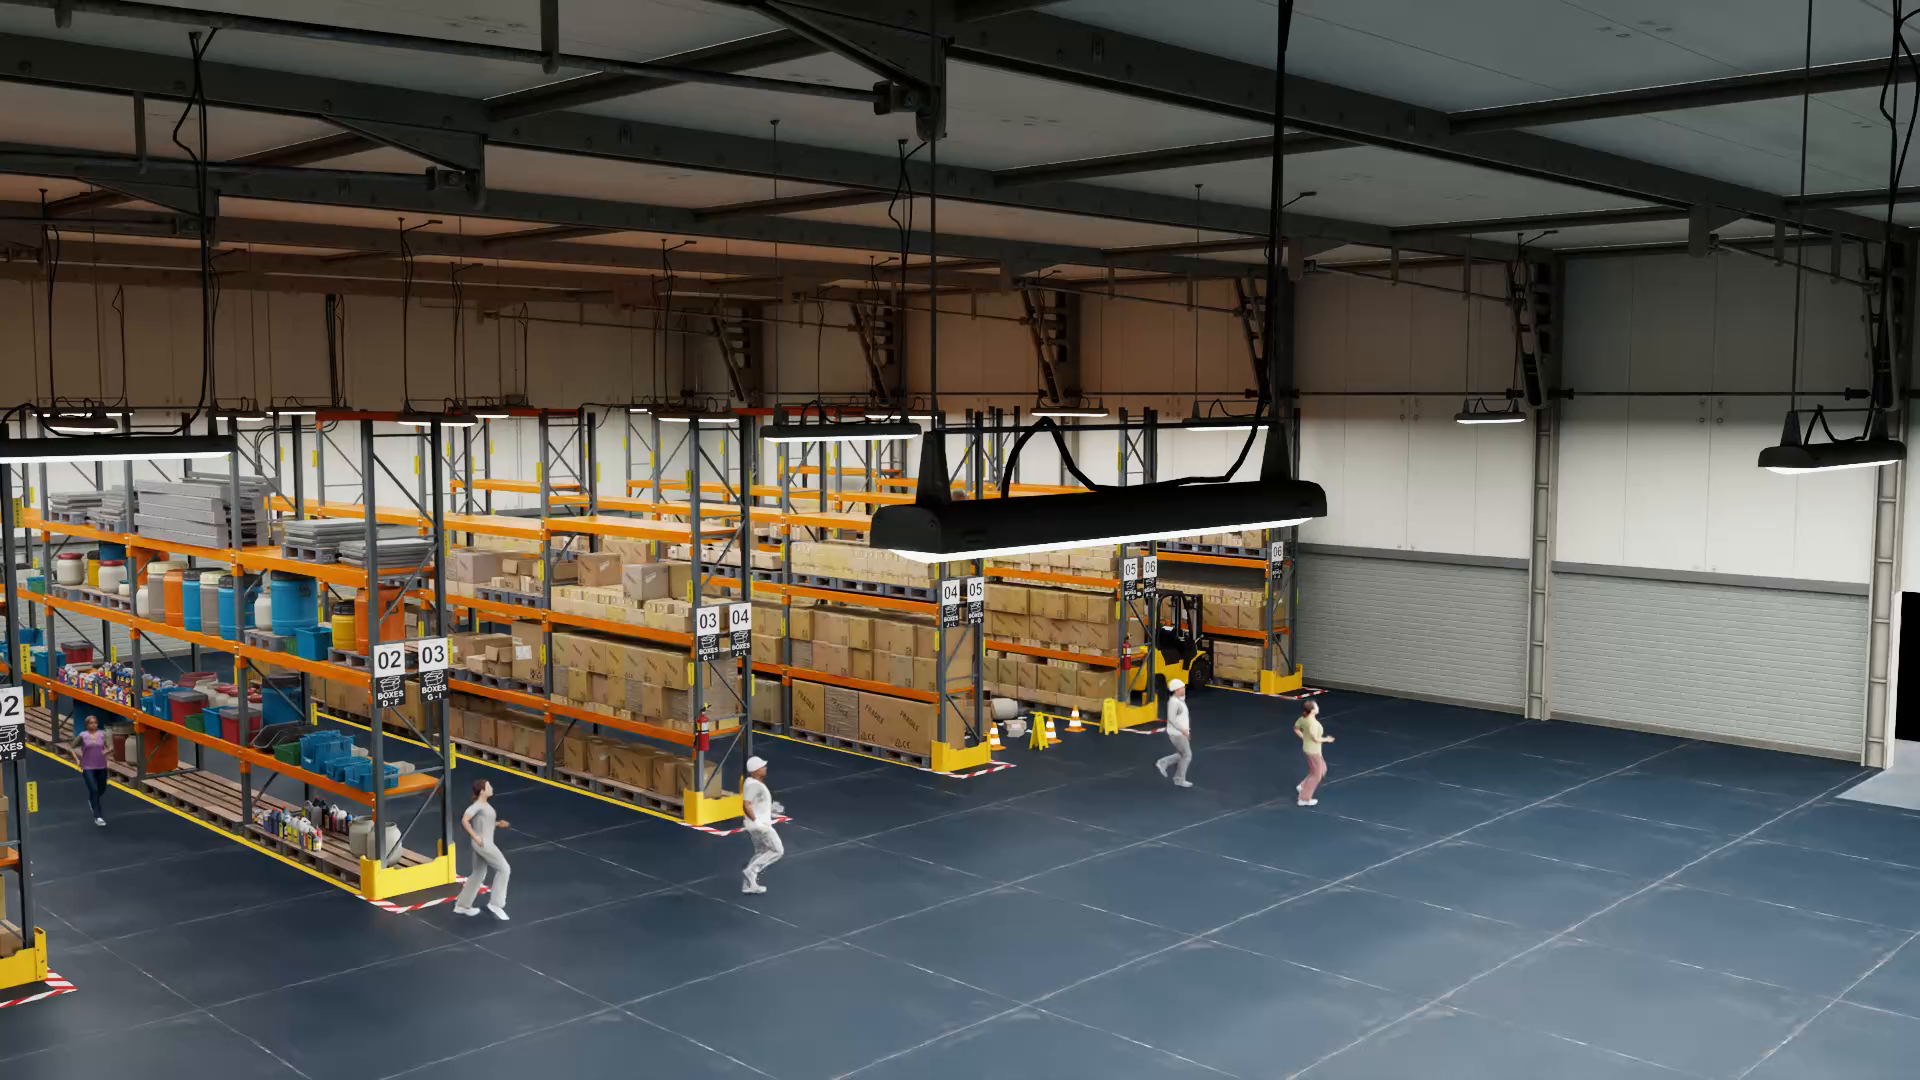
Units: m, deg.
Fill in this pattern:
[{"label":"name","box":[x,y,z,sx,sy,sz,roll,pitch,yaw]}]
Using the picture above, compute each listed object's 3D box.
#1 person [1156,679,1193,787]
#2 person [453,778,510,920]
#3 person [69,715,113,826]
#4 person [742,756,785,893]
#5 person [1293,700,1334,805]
[{"label":"person","box":[3.457,3.100,26.808,0.601,1.748,0.660,1,5,6]},{"label":"person","box":[-5.786,3.731,20.082,0.673,1.714,0.570,-2,5,-19]},{"label":"person","box":[-12.748,3.359,24.463,0.543,1.575,0.866,-5,7,-44]},{"label":"person","box":[-2.495,3.596,21.024,0.597,1.739,0.679,-1,5,-16]},{"label":"person","box":[5.444,3.248,25.503,0.526,1.627,0.570,-1,5,-8]}]
